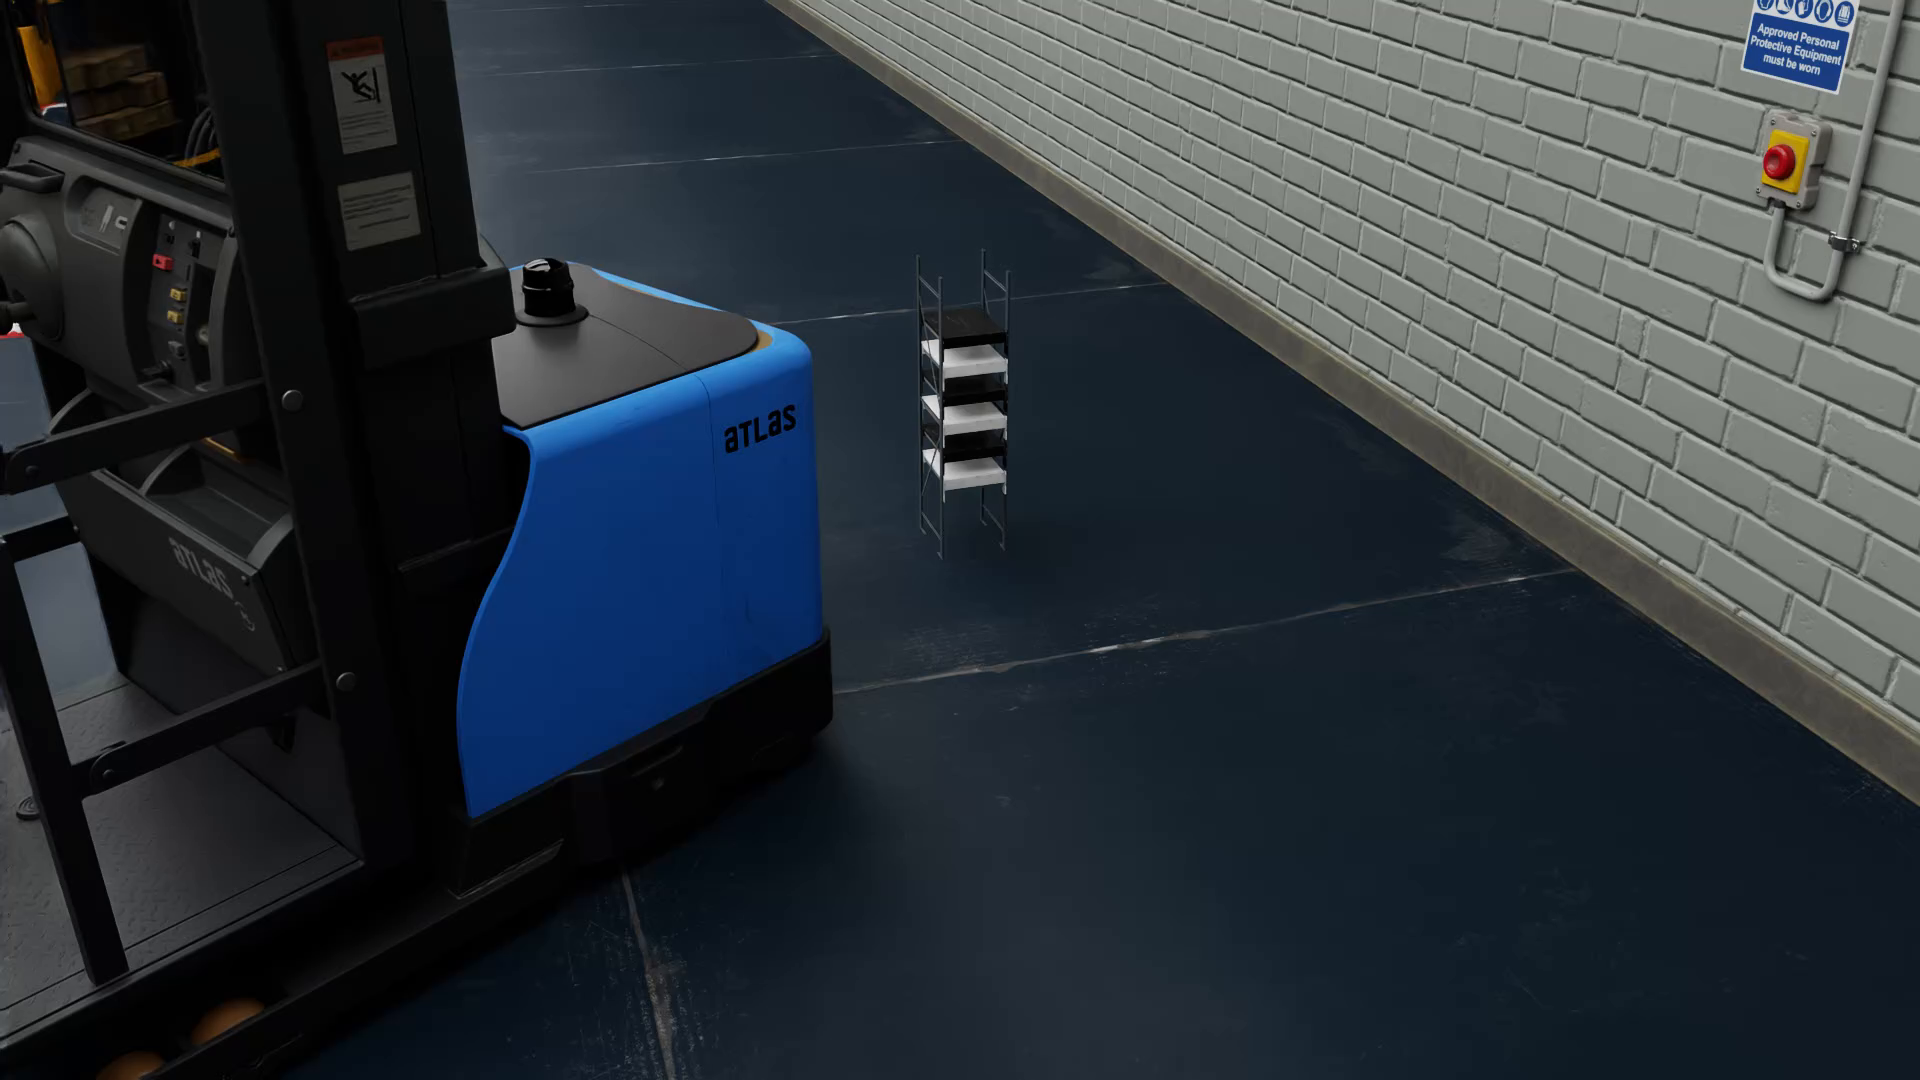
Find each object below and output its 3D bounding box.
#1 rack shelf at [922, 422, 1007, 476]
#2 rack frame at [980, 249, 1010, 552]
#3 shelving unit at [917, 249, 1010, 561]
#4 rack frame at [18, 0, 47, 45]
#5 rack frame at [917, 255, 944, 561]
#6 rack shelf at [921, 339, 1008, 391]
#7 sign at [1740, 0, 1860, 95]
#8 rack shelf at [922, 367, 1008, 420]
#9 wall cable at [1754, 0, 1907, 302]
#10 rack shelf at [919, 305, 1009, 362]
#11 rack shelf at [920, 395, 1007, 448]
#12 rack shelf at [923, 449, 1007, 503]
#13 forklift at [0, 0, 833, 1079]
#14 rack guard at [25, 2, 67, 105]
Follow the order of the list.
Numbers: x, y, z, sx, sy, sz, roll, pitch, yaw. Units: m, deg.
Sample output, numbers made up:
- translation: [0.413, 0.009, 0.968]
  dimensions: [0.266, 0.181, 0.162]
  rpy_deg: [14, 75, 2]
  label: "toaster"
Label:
- translation: [0.008, -0.294, 5.107]
  dimensions: [0.200, 0.077, 0.258]
  rpy_deg: [-8, 28, -16]
  label: "rack shelf"
- translation: [0.104, -0.418, 5.080]
  dimensions: [0.006, 0.900, 0.240]
  rpy_deg: [-8, 28, -16]
  label: "rack frame"
- translation: [0.008, -0.404, 5.052]
  dimensions: [0.210, 0.900, 0.258]
  rpy_deg: [-8, 28, -16]
  label: "shelving unit"
- translation: [-6.436, -4.475, 10.890]
  dimensions: [0.127, 3.000, 1.000]
  rpy_deg: [-8, 28, -16]
  label: "rack frame"
- translation: [-0.089, -0.390, 5.024]
  dimensions: [0.006, 0.900, 0.240]
  rpy_deg: [-8, 28, -16]
  label: "rack frame"
- translation: [0.008, -0.536, 4.987]
  dimensions: [0.200, 0.077, 0.258]
  rpy_deg: [-8, 28, -16]
  label: "rack shelf"
- translation: [2.031, -1.221, 4.032]
  dimensions: [0.001, 0.218, 0.327]
  rpy_deg: [-8, 28, -16]
  label: "sign"
- translation: [0.008, -0.455, 5.027]
  dimensions: [0.200, 0.077, 0.258]
  rpy_deg: [-8, 28, -16]
  label: "rack shelf"
- translation: [1.987, -1.540, 3.801]
  dimensions: [0.123, 1.953, 0.585]
  rpy_deg: [-8, 28, -16]
  label: "wall cable"
- translation: [0.008, -0.616, 4.947]
  dimensions: [0.200, 0.077, 0.258]
  rpy_deg: [-8, 28, -16]
  label: "rack shelf"
- translation: [0.008, -0.374, 5.067]
  dimensions: [0.200, 0.077, 0.258]
  rpy_deg: [-8, 28, -16]
  label: "rack shelf"
- translation: [0.008, -0.213, 5.147]
  dimensions: [0.200, 0.077, 0.258]
  rpy_deg: [-8, 28, -16]
  label: "rack shelf"
- translation: [-1.679, -0.465, 2.890]
  dimensions: [1.130, 2.935, 3.031]
  rpy_deg: [22, 34, 37]
  label: "forklift"
- translation: [-6.413, -3.358, 11.453]
  dimensions: [0.348, 0.500, 1.175]
  rpy_deg: [-8, 28, -16]
  label: "rack guard"
